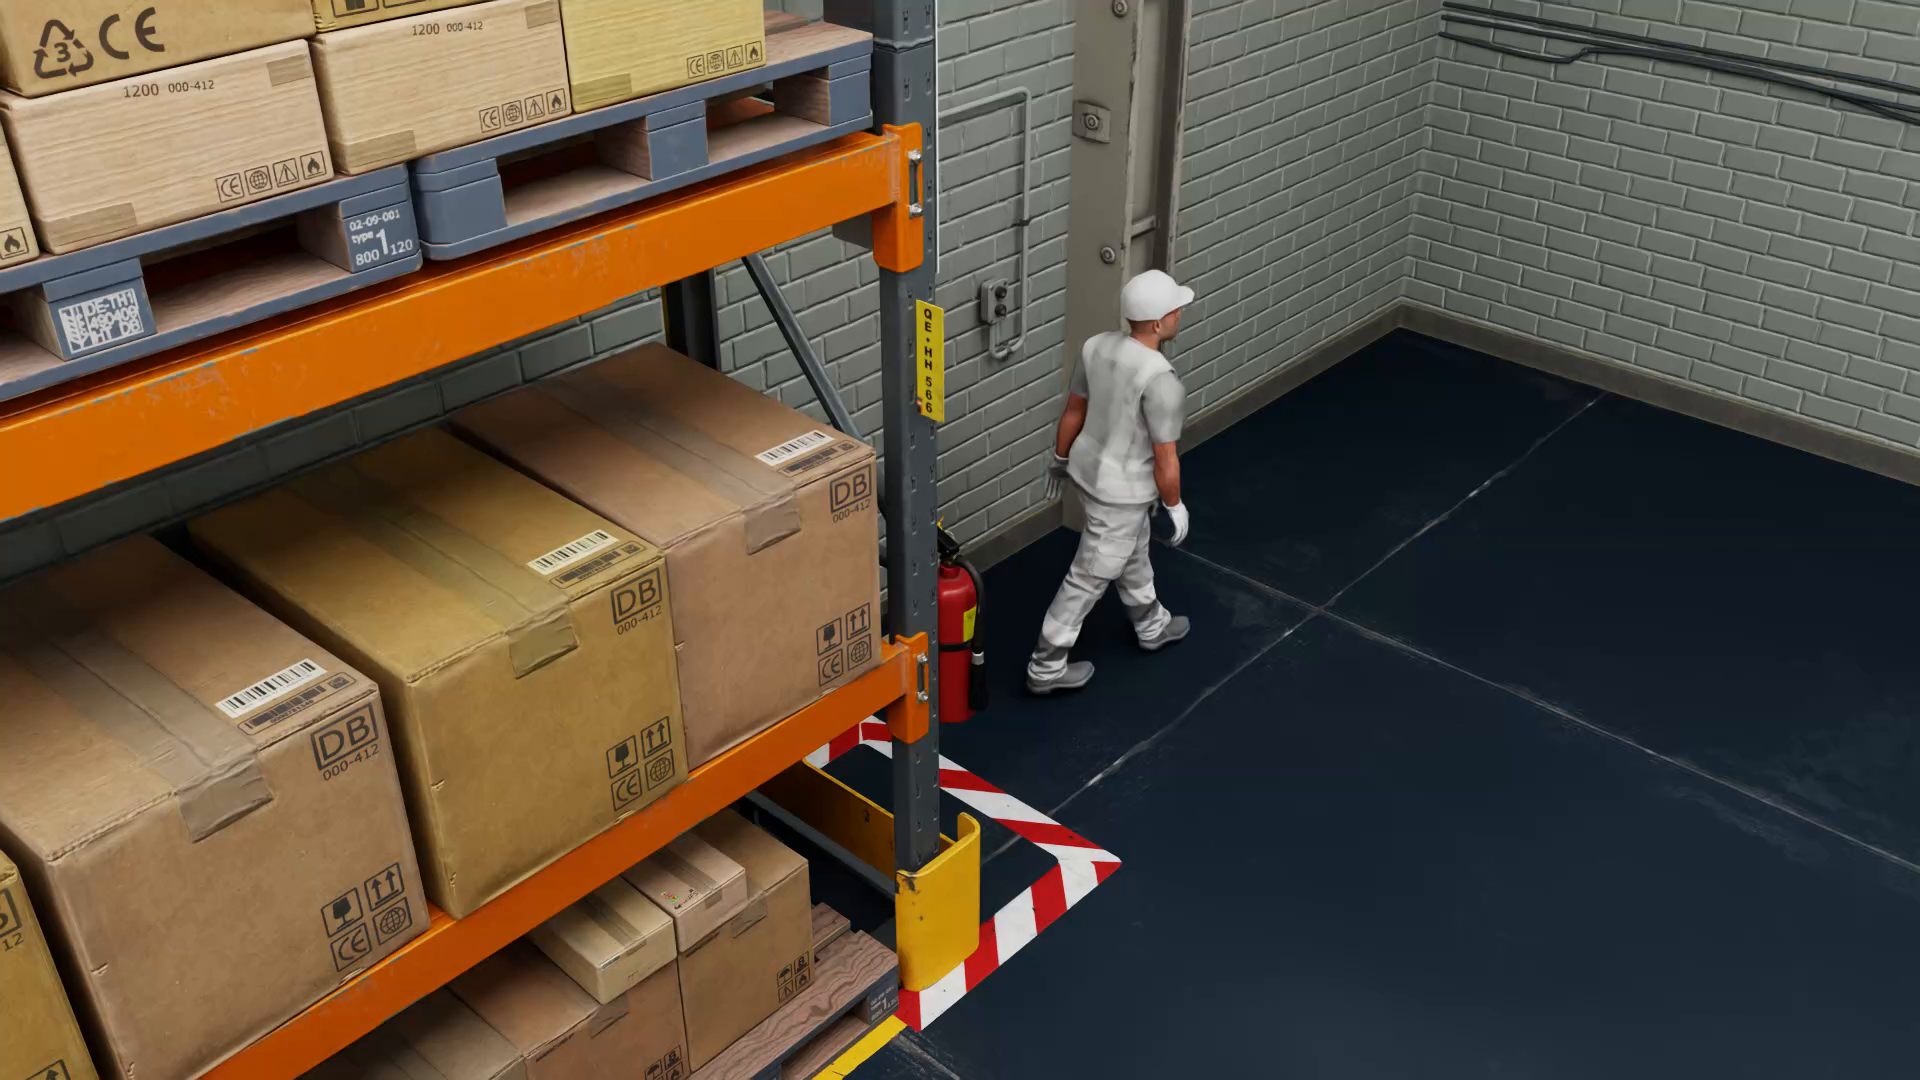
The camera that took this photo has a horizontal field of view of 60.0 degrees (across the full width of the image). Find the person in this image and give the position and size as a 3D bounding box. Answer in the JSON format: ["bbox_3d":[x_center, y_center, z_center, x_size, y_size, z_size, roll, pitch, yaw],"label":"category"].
[{"bbox_3d":[0.662,-0.217,6.457,0.860,1.755,0.576,-13,33,-20],"label":"person"}]
